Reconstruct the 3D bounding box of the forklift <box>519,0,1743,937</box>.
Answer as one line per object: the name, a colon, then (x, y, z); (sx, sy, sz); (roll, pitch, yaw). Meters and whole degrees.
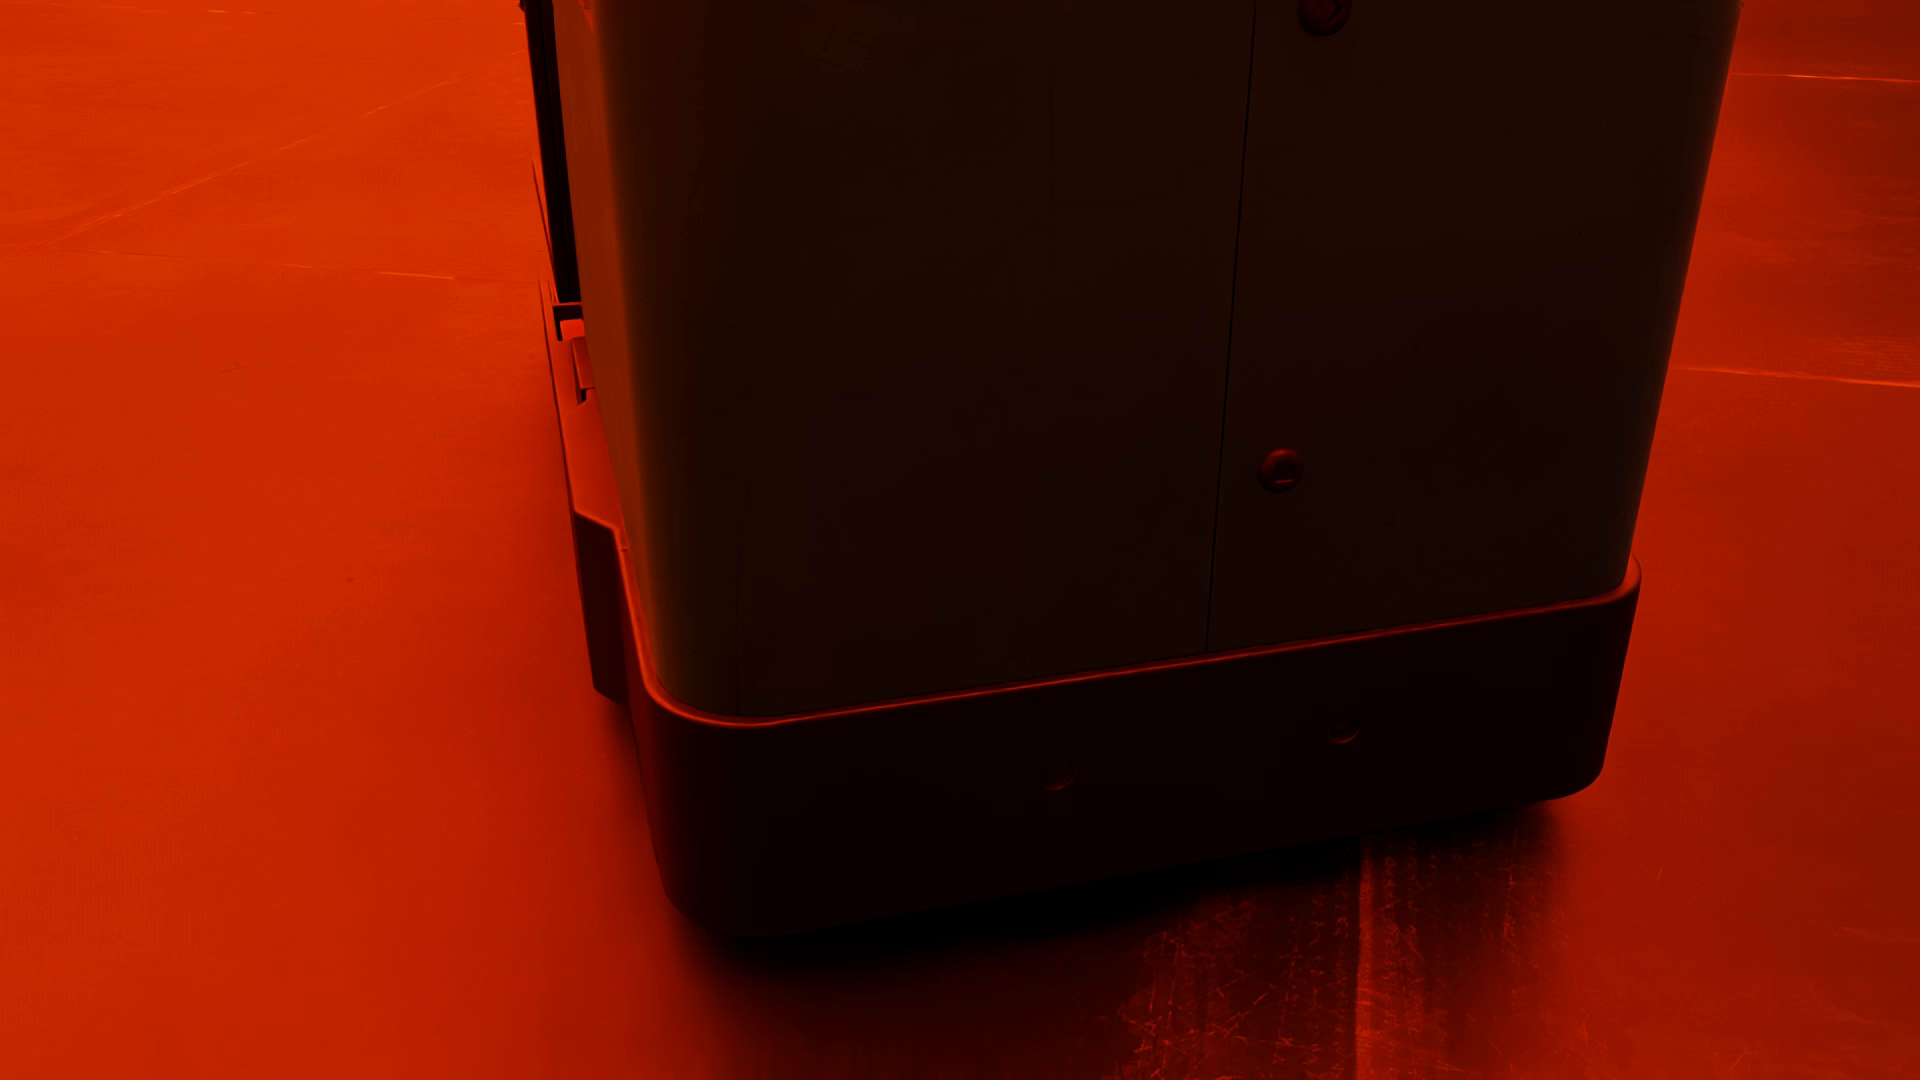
forklift: (-0.161, -1.574, 2.366); (1.130, 2.935, 3.031); (-7, 28, -14)
